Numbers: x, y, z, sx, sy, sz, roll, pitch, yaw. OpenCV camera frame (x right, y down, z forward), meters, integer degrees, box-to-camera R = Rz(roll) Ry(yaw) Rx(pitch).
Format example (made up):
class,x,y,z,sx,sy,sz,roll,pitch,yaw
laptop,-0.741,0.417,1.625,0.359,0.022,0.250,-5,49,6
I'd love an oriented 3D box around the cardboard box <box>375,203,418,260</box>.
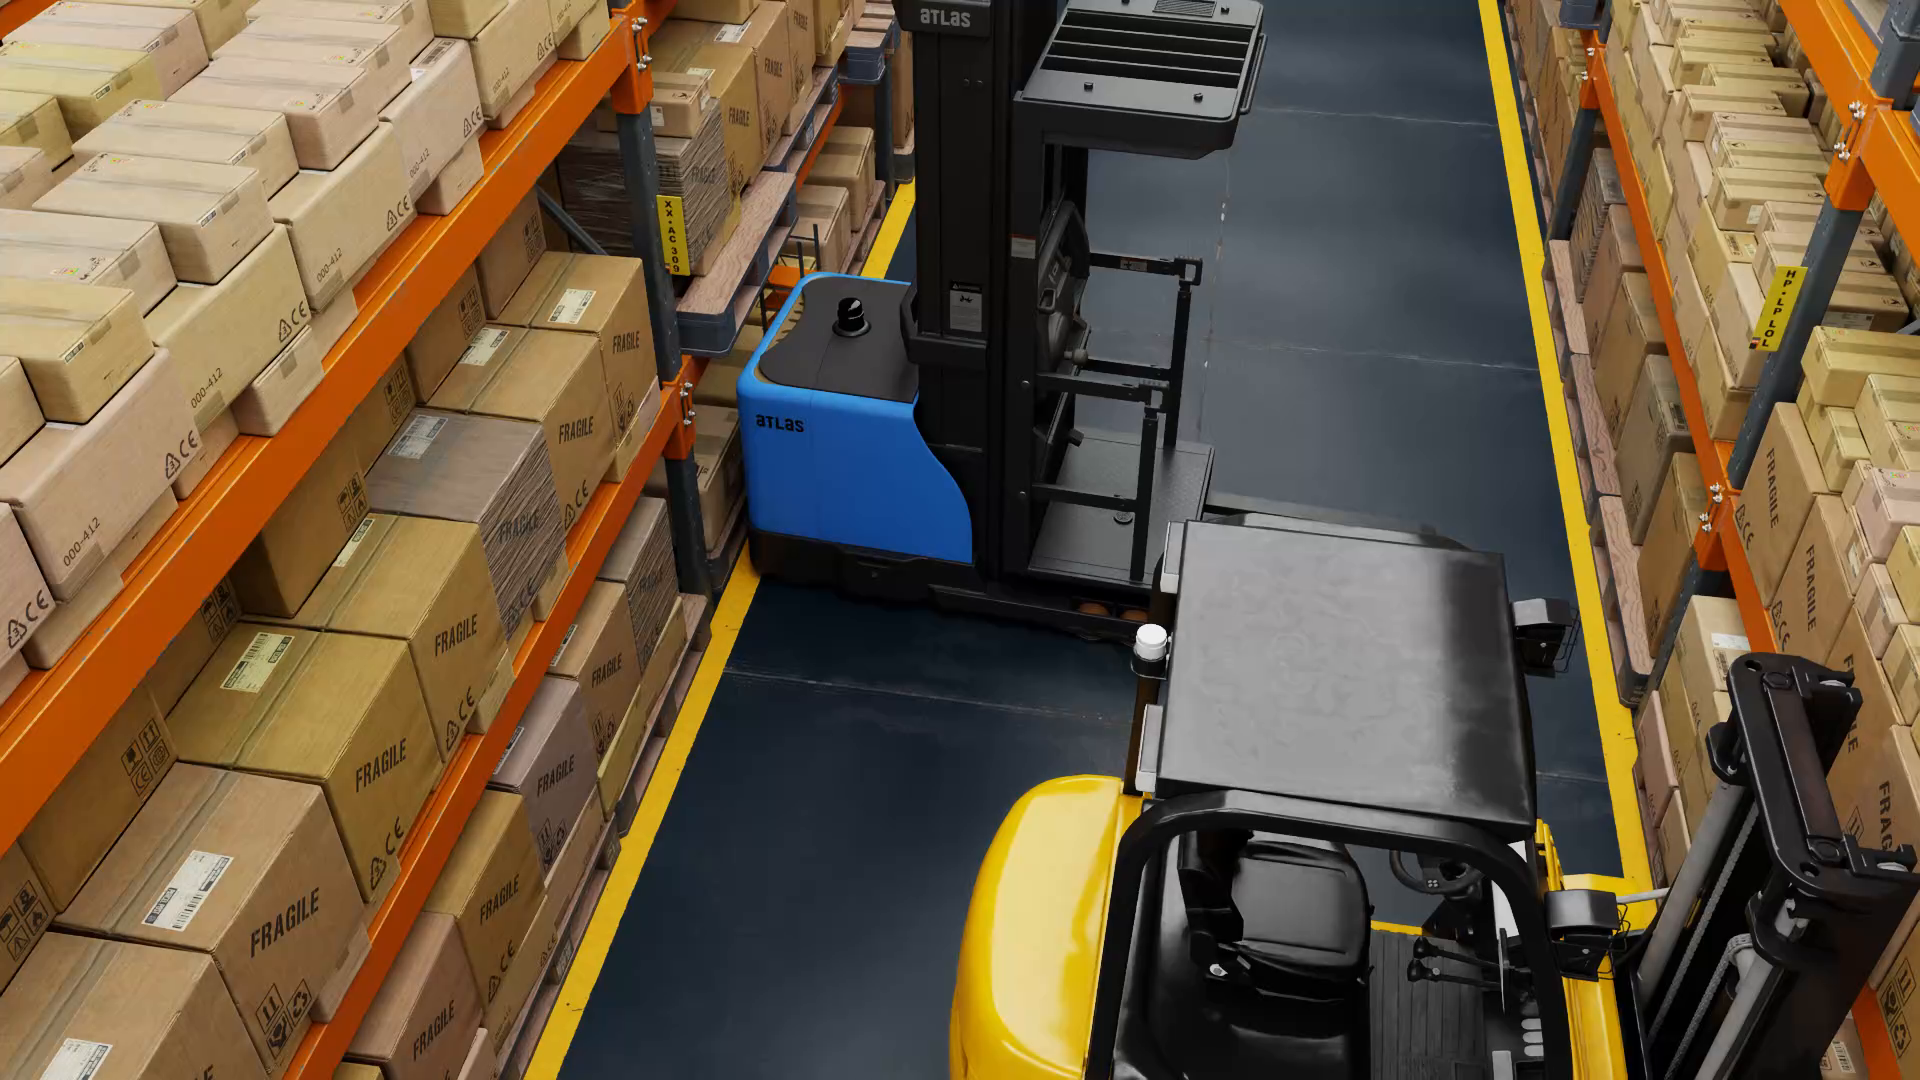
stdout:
class,x,y,z,sx,sy,sz,roll,pitch,yaw
cardboard box,-1.679,-0.881,4.401,0.380,0.149,0.250,7,40,9

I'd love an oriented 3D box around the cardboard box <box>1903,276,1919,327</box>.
class,x,y,z,sx,sy,sz,roll,pitch,yaw
cardboard box,3.557,-0.792,5.863,0.380,0.149,0.250,6,40,7

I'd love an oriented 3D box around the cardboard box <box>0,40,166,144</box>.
class,x,y,z,sx,sy,sz,roll,pitch,yaw
cardboard box,-2.168,-1.071,4.006,0.380,0.149,0.250,7,40,9

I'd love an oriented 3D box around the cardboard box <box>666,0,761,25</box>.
class,x,y,z,sx,sy,sz,roll,pitch,yaw
cardboard box,-1.088,-2.365,7.203,0.380,0.149,0.250,9,40,10

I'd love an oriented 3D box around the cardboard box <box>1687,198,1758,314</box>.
class,x,y,z,sx,sy,sz,roll,pitch,yaw
cardboard box,3.200,-1.101,6.550,0.500,0.250,0.500,5,40,7

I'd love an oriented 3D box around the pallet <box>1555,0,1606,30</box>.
class,x,y,z,sx,sy,sz,roll,pitch,yaw
pallet,4.026,-3.176,9.484,1.213,0.211,1.003,6,40,8

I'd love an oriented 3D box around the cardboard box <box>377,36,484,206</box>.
class,x,y,z,sx,sy,sz,roll,pitch,yaw
cardboard box,-1.604,-1.122,4.380,0.500,0.250,0.500,6,40,7

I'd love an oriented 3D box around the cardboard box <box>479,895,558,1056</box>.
class,x,y,z,sx,sy,sz,roll,pitch,yaw
cardboard box,-1.707,1.418,5.606,0.500,0.250,0.500,9,40,11

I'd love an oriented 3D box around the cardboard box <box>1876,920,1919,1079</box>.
class,x,y,z,sx,sy,sz,roll,pitch,yaw
cardboard box,2.607,1.182,3.985,0.500,0.500,0.500,6,40,7

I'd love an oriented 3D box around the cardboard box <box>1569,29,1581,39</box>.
class,x,y,z,sx,sy,sz,roll,pitch,yaw
cardboard box,4.010,-3.099,10.364,0.380,0.149,0.250,8,40,9

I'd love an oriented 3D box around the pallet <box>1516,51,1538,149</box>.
class,x,y,z,sx,sy,sz,roll,pitch,yaw
pallet,4.357,-2.970,11.273,1.003,0.211,1.213,6,40,8

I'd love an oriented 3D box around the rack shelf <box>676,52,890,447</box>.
class,x,y,z,sx,sy,sz,roll,pitch,yaw
rack shelf,-1.258,-1.829,8.270,1.077,0.370,4.000,6,40,8

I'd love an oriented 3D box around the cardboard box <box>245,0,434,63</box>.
class,x,y,z,sx,sy,sz,roll,pitch,yaw
cardboard box,-1.609,-1.339,4.330,0.380,0.149,0.250,6,40,7

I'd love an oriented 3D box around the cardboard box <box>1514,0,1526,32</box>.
class,x,y,z,sx,sy,sz,roll,pitch,yaw
cardboard box,4.282,-3.911,11.856,0.500,0.500,0.500,6,40,7

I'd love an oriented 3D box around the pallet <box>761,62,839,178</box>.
class,x,y,z,sx,sy,sz,roll,pitch,yaw
pallet,-1.214,-2.041,8.112,1.003,0.211,1.213,6,40,8

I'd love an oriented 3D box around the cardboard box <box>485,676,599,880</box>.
class,x,y,z,sx,sy,sz,roll,pitch,yaw
cardboard box,-1.616,0.798,5.767,0.500,0.500,0.500,8,40,10

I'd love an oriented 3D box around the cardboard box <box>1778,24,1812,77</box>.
class,x,y,z,sx,sy,sz,roll,pitch,yaw
cardboard box,3.985,-2.229,7.601,0.380,0.149,0.250,6,40,7

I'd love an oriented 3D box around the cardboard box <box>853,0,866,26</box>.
class,x,y,z,sx,sy,sz,roll,pitch,yaw
cardboard box,-0.711,-2.856,8.814,0.380,0.149,0.250,6,40,7

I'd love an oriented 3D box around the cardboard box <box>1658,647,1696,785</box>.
class,x,y,z,sx,sy,sz,roll,pitch,yaw
cardboard box,2.898,0.669,6.120,0.500,0.250,0.500,6,40,7

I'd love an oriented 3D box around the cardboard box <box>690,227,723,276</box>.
class,x,y,z,sx,sy,sz,roll,pitch,yaw
cardboard box,-1.197,-1.228,6.846,0.380,0.149,0.250,7,40,8

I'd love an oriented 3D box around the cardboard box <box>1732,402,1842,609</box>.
class,x,y,z,sx,sy,sz,roll,pitch,yaw
cardboard box,2.951,-0.095,5.529,0.500,0.500,0.500,5,40,6

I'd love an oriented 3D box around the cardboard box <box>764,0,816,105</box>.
class,x,y,z,sx,sy,sz,roll,pitch,yaw
cardboard box,-0.977,-2.376,7.725,0.500,0.500,0.500,5,40,6

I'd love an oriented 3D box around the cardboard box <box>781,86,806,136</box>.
class,x,y,z,sx,sy,sz,roll,pitch,yaw
cardboard box,-0.944,-2.043,7.832,0.380,0.149,0.250,8,40,9

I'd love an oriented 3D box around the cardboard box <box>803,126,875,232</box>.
class,x,y,z,sx,sy,sz,roll,pitch,yaw
cardboard box,-1.020,-2.157,9.834,0.950,0.372,0.625,4,40,5

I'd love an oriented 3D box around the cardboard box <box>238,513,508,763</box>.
class,x,y,z,sx,sy,sz,roll,pitch,yaw
cardboard box,-1.688,0.274,4.849,0.500,0.500,0.500,6,40,7

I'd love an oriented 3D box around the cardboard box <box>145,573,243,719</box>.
class,x,y,z,sx,sy,sz,roll,pitch,yaw
cardboard box,-2.341,0.128,4.242,0.700,0.500,0.500,6,40,7

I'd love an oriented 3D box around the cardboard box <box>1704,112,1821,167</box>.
class,x,y,z,sx,sy,sz,roll,pitch,yaw
cardboard box,3.318,-1.639,6.887,0.380,0.149,0.250,7,40,8

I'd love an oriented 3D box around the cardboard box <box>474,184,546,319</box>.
class,x,y,z,sx,sy,sz,roll,pitch,yaw
cardboard box,-1.894,-1.137,5.772,0.700,0.500,0.500,6,40,7

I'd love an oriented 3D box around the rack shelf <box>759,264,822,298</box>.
class,x,y,z,sx,sy,sz,roll,pitch,yaw
rack shelf,-0.794,-1.196,7.790,0.258,0.103,0.180,11,39,16

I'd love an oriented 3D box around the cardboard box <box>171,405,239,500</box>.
class,x,y,z,sx,sy,sz,roll,pitch,yaw
cardboard box,-1.821,-0.235,3.620,0.380,0.149,0.250,5,40,6

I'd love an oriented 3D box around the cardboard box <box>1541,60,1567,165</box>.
class,x,y,z,sx,sy,sz,roll,pitch,yaw
cardboard box,3.936,-2.617,10.290,0.500,0.500,0.500,6,40,7

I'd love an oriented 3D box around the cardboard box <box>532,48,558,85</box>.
class,x,y,z,sx,sy,sz,roll,pitch,yaw
cardboard box,-1.489,-1.530,5.186,0.380,0.149,0.250,7,40,8

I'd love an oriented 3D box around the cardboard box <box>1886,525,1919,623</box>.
class,x,y,z,sx,sy,sz,roll,pitch,yaw
cardboard box,2.782,0.109,4.540,0.380,0.149,0.250,6,40,7

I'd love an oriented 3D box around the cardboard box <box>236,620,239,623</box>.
class,x,y,z,sx,sy,sz,roll,pitch,yaw
cardboard box,-2.186,0.192,4.949,0.500,0.500,0.500,7,40,8

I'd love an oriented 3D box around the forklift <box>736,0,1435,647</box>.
class,x,y,z,sx,sy,sz,roll,pitch,yaw
forklift,0.612,-1.035,6.798,3.031,2.935,1.130,9,40,10

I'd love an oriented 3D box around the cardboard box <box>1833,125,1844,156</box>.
class,x,y,z,sx,sy,sz,roll,pitch,yaw
cardboard box,3.830,-1.586,6.823,0.380,0.149,0.250,6,40,7

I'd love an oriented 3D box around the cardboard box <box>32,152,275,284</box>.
class,x,y,z,sx,sy,sz,roll,pitch,yaw
cardboard box,-1.711,-0.688,3.543,0.380,0.149,0.250,7,40,9

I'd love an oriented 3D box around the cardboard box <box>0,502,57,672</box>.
class,x,y,z,sx,sy,sz,roll,pitch,yaw
cardboard box,-1.947,0.160,2.829,0.500,0.250,0.500,6,40,7

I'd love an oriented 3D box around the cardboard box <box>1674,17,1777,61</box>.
class,x,y,z,sx,sy,sz,roll,pitch,yaw
cardboard box,3.521,-2.279,7.662,0.380,0.149,0.250,7,40,8

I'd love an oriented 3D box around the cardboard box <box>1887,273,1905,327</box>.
class,x,y,z,sx,sy,sz,roll,pitch,yaw
cardboard box,3.626,-0.731,6.103,0.500,0.250,0.500,6,40,7

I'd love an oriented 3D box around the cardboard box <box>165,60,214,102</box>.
class,x,y,z,sx,sy,sz,roll,pitch,yaw
cardboard box,-2.129,-1.180,4.451,0.500,0.250,0.500,7,40,8

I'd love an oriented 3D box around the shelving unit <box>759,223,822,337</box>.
class,x,y,z,sx,sy,sz,roll,pitch,yaw
shelving unit,-0.787,-0.946,7.982,0.258,1.200,0.189,11,39,16

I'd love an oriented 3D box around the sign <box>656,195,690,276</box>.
class,x,y,z,sx,sy,sz,roll,pitch,yaw
sign,-1.068,-1.130,6.180,0.100,0.325,0.005,6,40,8

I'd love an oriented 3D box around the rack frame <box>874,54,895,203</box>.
class,x,y,z,sx,sy,sz,roll,pitch,yaw
rack frame,-0.912,-3.361,9.559,1.000,3.000,0.127,6,40,8

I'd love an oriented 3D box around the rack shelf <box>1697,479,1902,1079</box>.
class,x,y,z,sx,sy,sz,roll,pitch,yaw
rack shelf,2.939,1.226,4.574,1.077,0.370,4.000,6,40,8

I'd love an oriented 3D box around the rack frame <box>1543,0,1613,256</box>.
class,x,y,z,sx,sy,sz,roll,pitch,yaw
rack frame,3.978,-2.816,8.899,1.000,3.000,0.127,6,40,8

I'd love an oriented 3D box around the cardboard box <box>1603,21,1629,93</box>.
class,x,y,z,sx,sy,sz,roll,pitch,yaw
cardboard box,3.660,-2.507,8.643,0.500,0.250,0.500,7,40,8

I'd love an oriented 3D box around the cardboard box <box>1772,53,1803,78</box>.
class,x,y,z,sx,sy,sz,roll,pitch,yaw
cardboard box,3.997,-2.004,7.642,0.500,0.250,0.500,6,40,7

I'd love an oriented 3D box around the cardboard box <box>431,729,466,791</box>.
class,x,y,z,sx,sy,sz,roll,pitch,yaw
cardboard box,-1.716,0.593,4.972,0.380,0.149,0.250,5,40,6

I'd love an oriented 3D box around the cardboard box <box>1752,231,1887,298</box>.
class,x,y,z,sx,sy,sz,roll,pitch,yaw
cardboard box,3.153,-0.998,6.112,0.380,0.149,0.250,6,40,7

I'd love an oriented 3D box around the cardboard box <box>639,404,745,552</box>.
class,x,y,z,sx,sy,sz,roll,pitch,yaw
cardboard box,-1.516,-0.330,7.624,0.950,0.372,0.625,7,40,8

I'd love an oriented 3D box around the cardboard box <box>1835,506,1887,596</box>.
class,x,y,z,sx,sy,sz,roll,pitch,yaw
cardboard box,2.794,0.052,4.842,0.380,0.149,0.250,7,40,9

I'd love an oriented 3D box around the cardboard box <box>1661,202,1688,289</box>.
class,x,y,z,sx,sy,sz,roll,pitch,yaw
cardboard box,3.313,-1.218,7.083,0.500,0.250,0.500,7,40,8

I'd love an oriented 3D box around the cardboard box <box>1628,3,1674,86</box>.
class,x,y,z,sx,sy,sz,roll,pitch,yaw
cardboard box,3.572,-2.386,8.104,0.500,0.250,0.500,8,40,9

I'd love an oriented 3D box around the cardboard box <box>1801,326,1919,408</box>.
class,x,y,z,sx,sy,sz,roll,pitch,yaw
cardboard box,2.938,-0.542,5.327,0.380,0.149,0.250,7,40,9

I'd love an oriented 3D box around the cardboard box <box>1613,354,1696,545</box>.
class,x,y,z,sx,sy,sz,roll,pitch,yaw
cardboard box,3.506,-0.368,7.471,0.875,0.625,0.625,6,40,7

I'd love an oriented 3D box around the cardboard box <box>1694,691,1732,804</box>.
class,x,y,z,sx,sy,sz,roll,pitch,yaw
cardboard box,2.794,0.795,5.575,0.500,0.250,0.500,6,40,8

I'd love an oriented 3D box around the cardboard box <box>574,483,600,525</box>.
class,x,y,z,sx,sy,sz,roll,pitch,yaw
cardboard box,-1.518,-0.207,5.940,0.380,0.149,0.250,7,40,8

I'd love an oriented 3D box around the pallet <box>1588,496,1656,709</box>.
class,x,y,z,sx,sy,sz,roll,pitch,yaw
pallet,3.374,0.302,7.316,1.003,0.211,1.213,6,40,8
